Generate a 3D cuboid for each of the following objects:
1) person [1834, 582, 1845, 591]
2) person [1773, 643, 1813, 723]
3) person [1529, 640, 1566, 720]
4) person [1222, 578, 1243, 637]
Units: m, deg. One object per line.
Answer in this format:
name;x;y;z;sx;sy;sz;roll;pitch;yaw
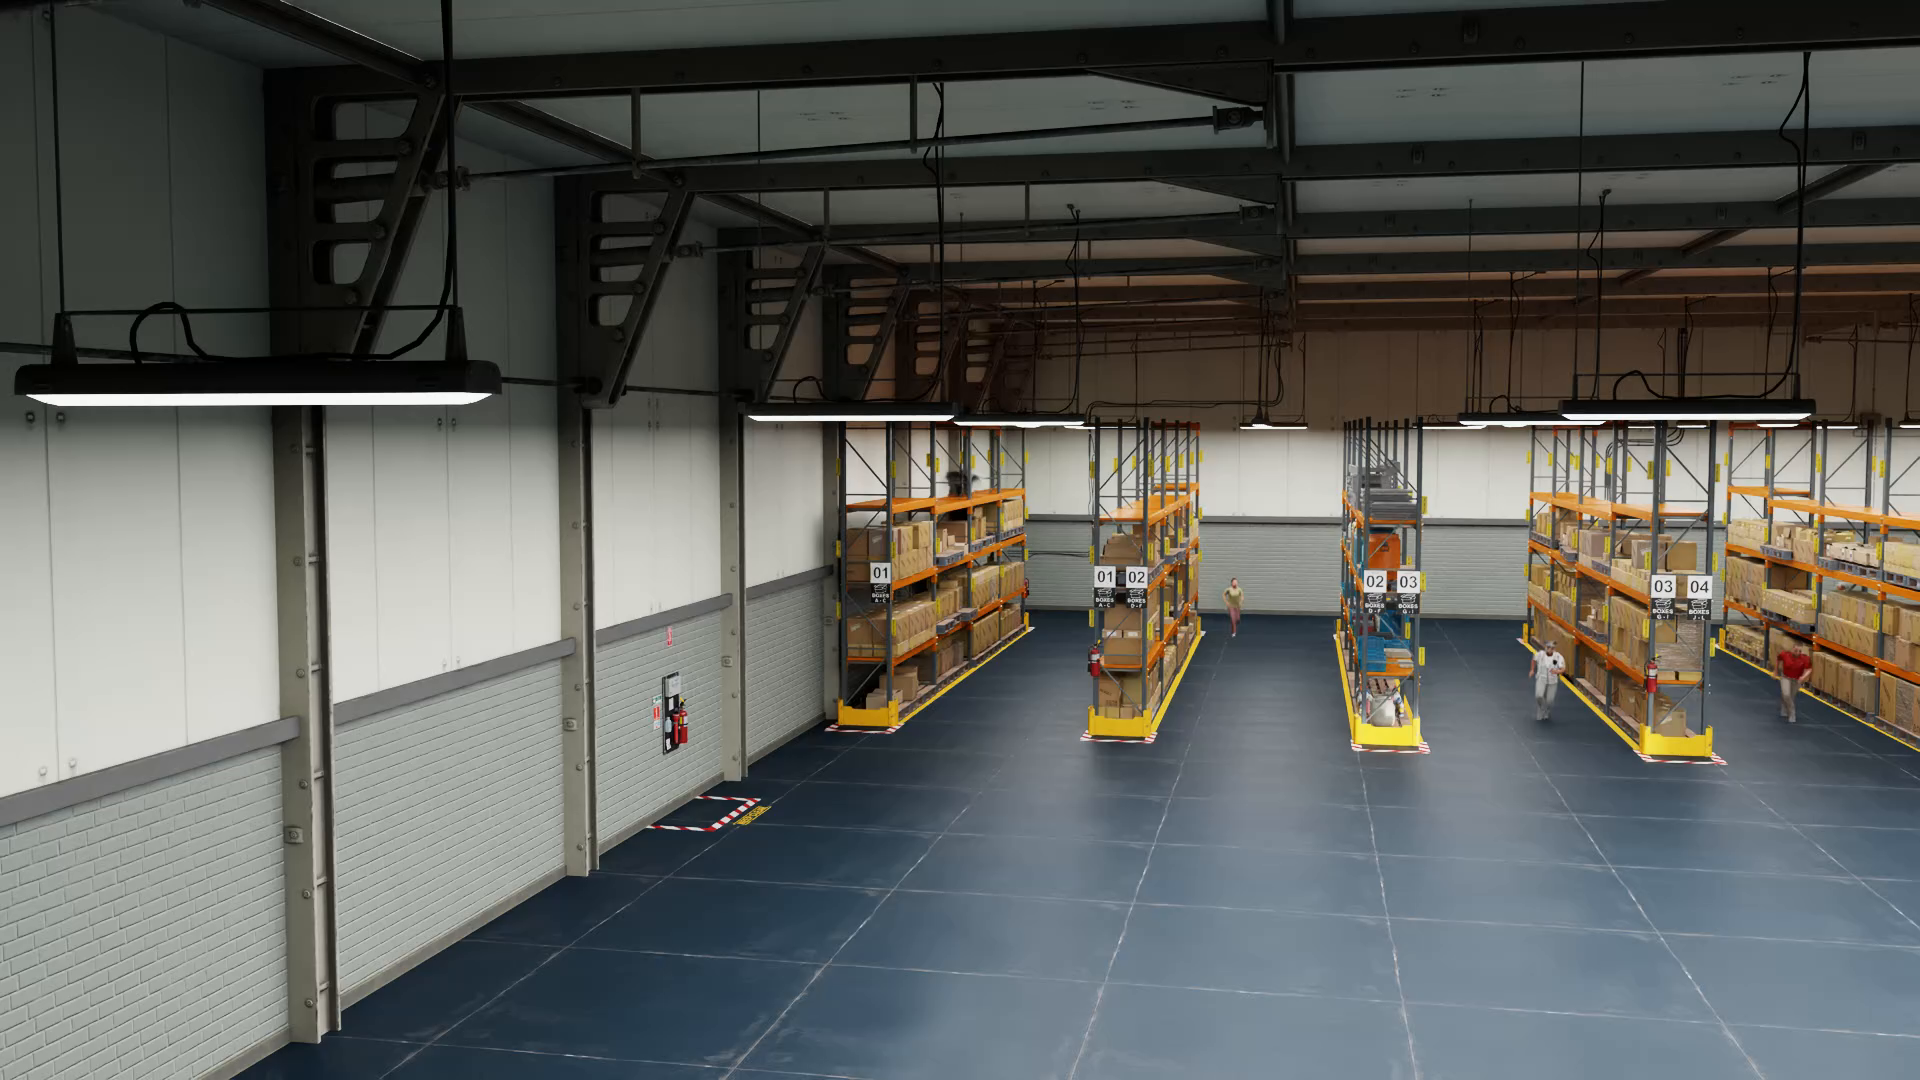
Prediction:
person;23.764;1.961;44.919;0.911;1.681;0.598;0;4;-2
person;16.490;2.786;32.989;0.673;1.581;1.038;1;4;18
person;11.604;2.761;32.844;0.667;1.627;0.978;1;4;16
person;7.666;1.884;46.748;0.600;1.626;0.627;0;4;-7
